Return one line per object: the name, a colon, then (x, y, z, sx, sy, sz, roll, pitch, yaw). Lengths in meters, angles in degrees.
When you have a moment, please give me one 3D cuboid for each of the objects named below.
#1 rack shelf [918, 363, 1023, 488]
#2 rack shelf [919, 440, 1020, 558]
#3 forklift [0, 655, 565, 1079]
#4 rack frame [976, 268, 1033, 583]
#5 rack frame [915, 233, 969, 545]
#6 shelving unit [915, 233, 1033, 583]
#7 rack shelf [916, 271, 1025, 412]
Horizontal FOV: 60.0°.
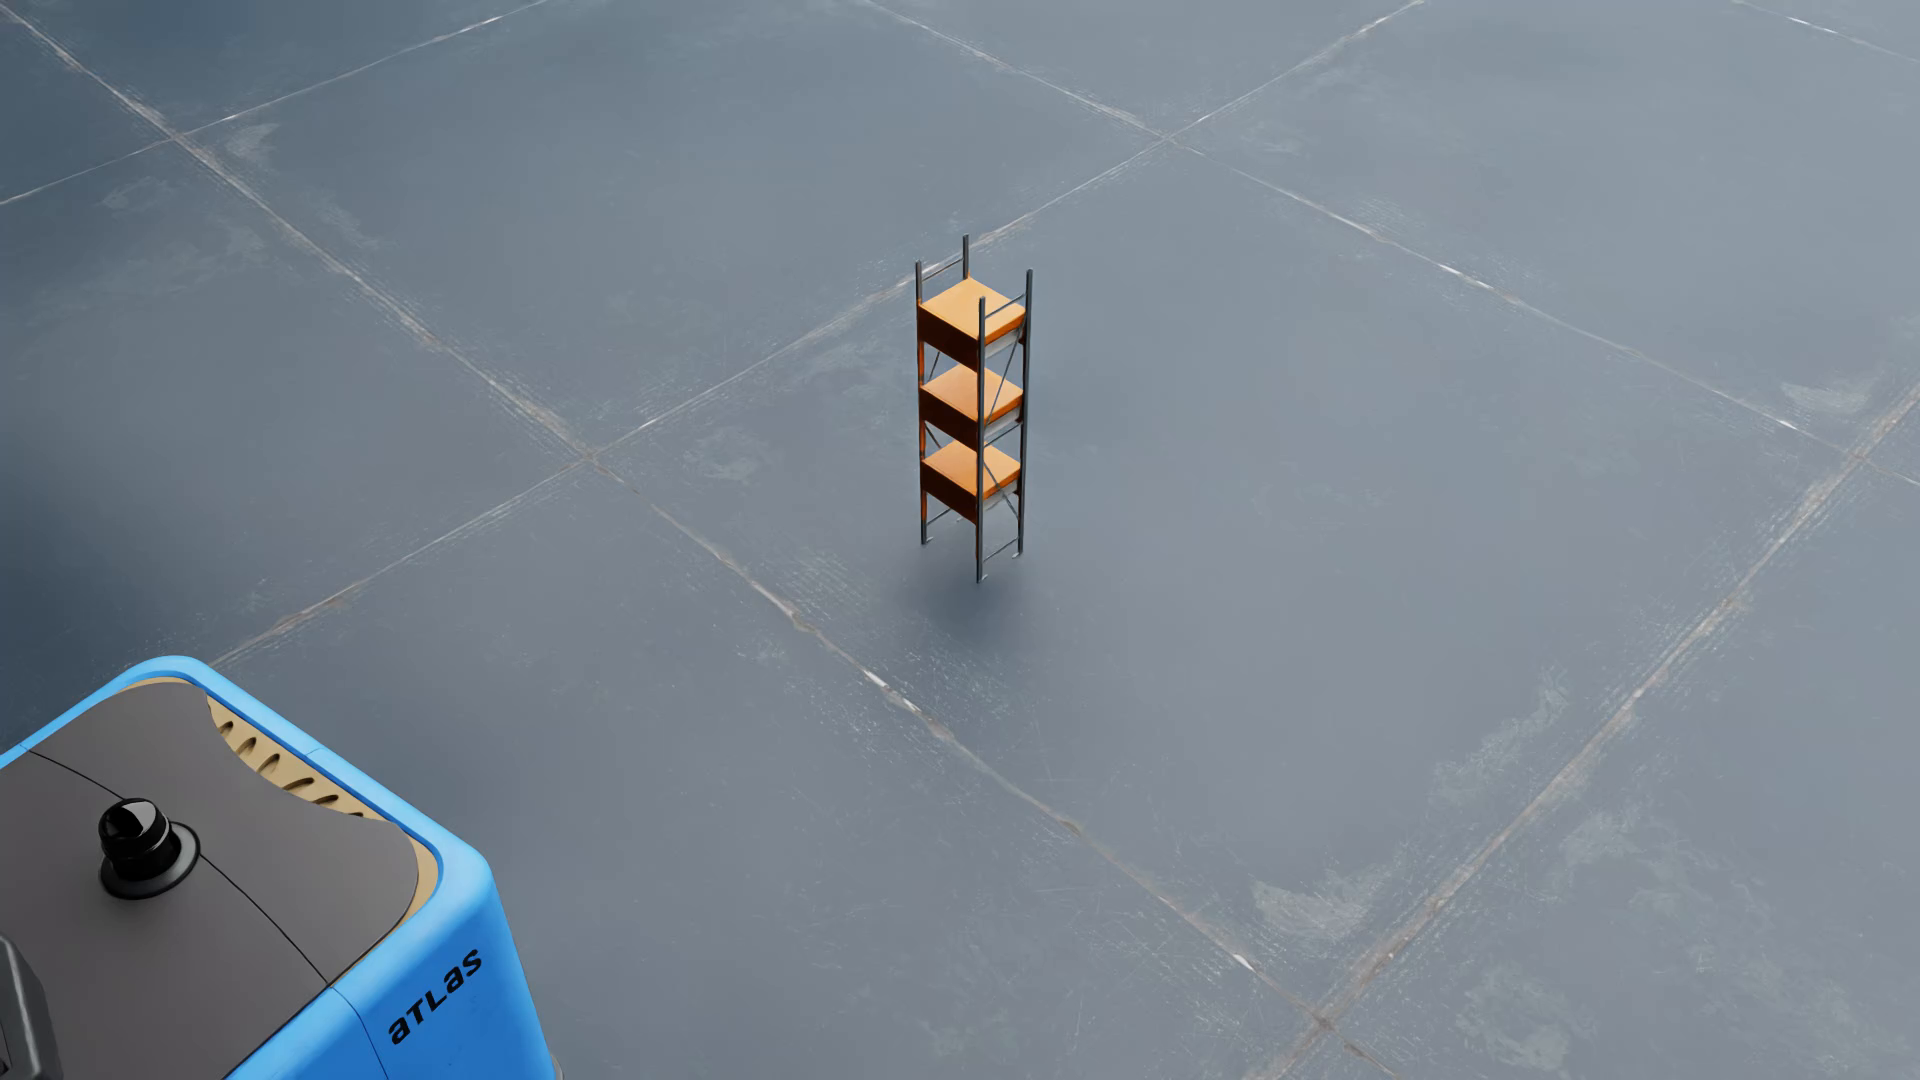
rack shelf: (0.038, -0.352, 4.873, 0.215, 0.259, 0.240, -34, 53, -31)
rack shelf: (0.038, -0.148, 5.062, 0.215, 0.259, 0.240, -34, 53, -31)
forklift: (-2.108, 0.930, 2.084, 1.130, 2.935, 3.031, 26, 49, 25)
rack frame: (0.124, -0.301, 4.802, 0.200, 1.050, 0.008, -34, 53, -31)
rack frame: (-0.048, -0.418, 4.929, 0.200, 1.050, 0.008, -34, 53, -31)
shelving unit: (0.038, -0.360, 4.866, 0.215, 1.050, 0.252, -34, 53, -31)
rack shelf: (0.038, -0.560, 4.680, 0.215, 0.259, 0.240, -34, 53, -31)
